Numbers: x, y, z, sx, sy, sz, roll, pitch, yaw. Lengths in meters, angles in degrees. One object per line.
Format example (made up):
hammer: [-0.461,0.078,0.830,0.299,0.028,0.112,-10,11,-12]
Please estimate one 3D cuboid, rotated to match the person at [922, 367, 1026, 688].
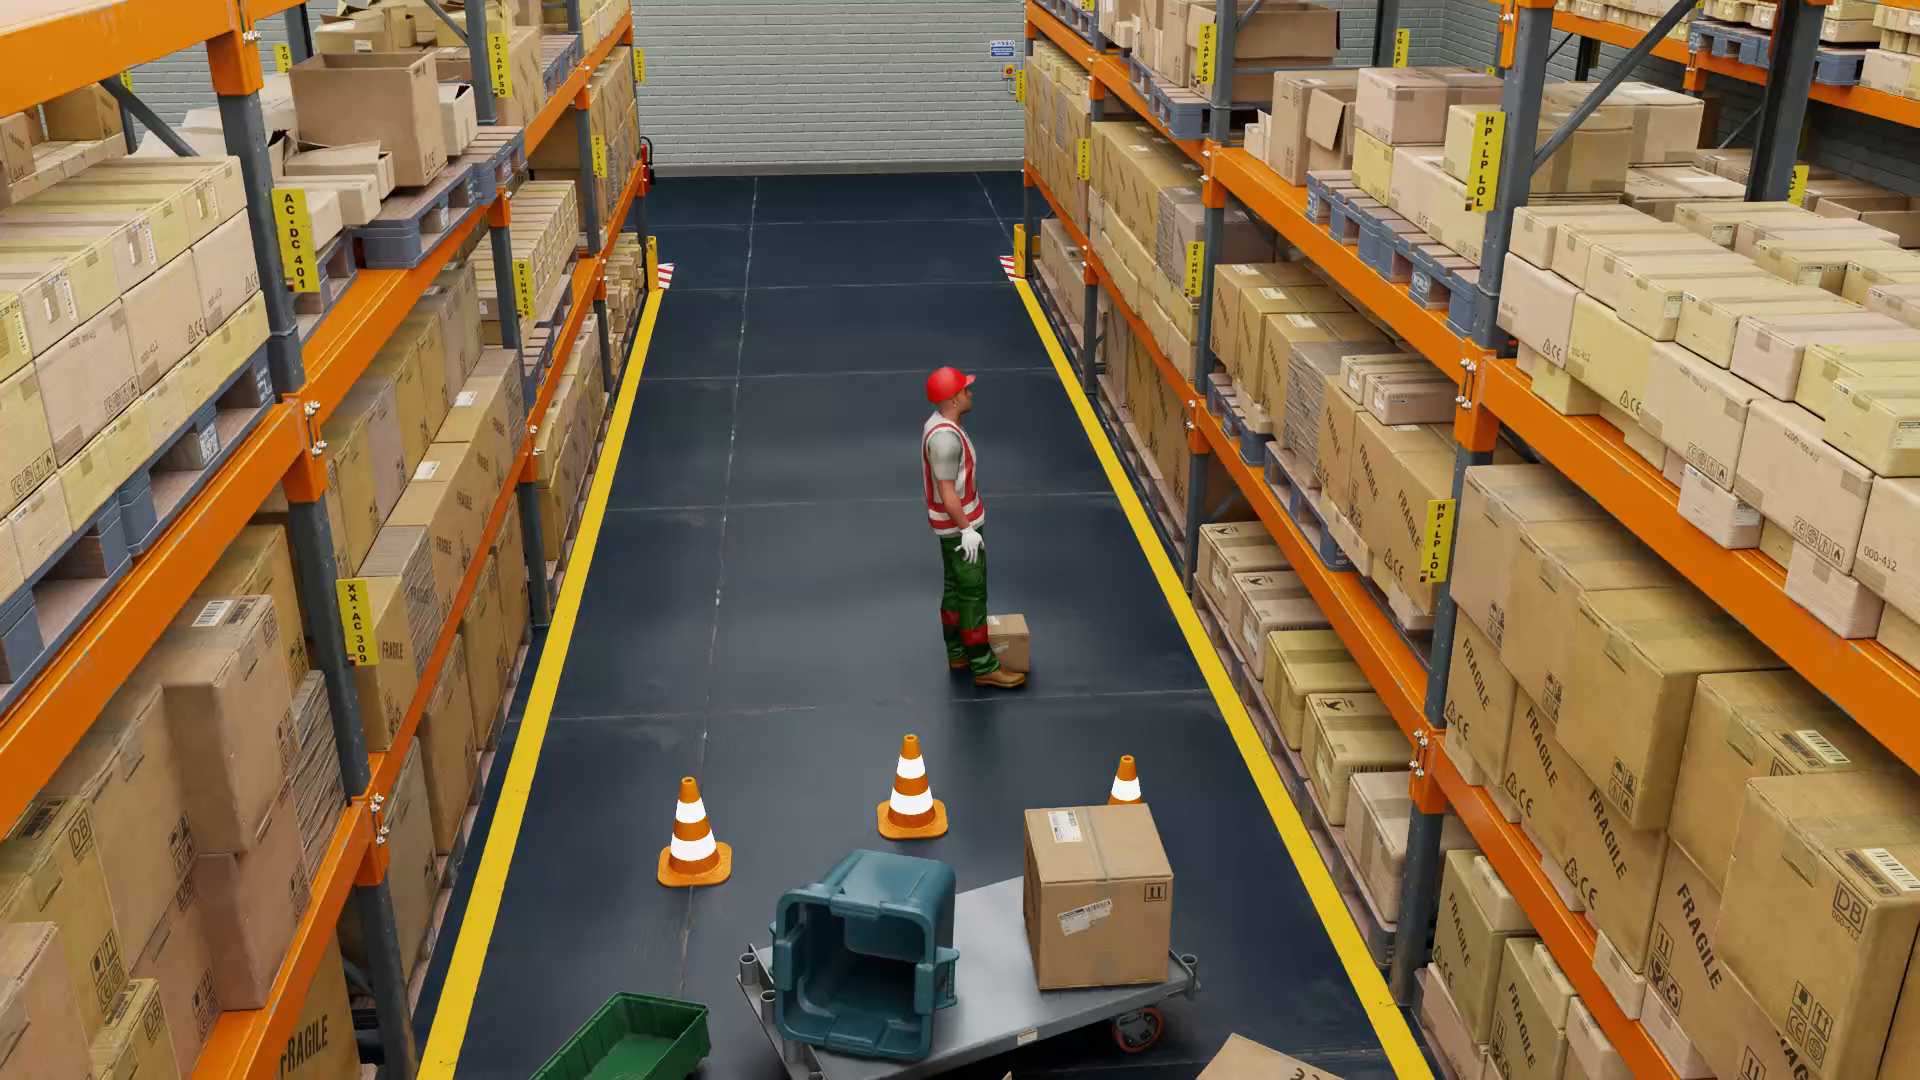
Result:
person: [0.070,-0.092,9.256,0.561,1.790,0.638,-2,24,-5]
